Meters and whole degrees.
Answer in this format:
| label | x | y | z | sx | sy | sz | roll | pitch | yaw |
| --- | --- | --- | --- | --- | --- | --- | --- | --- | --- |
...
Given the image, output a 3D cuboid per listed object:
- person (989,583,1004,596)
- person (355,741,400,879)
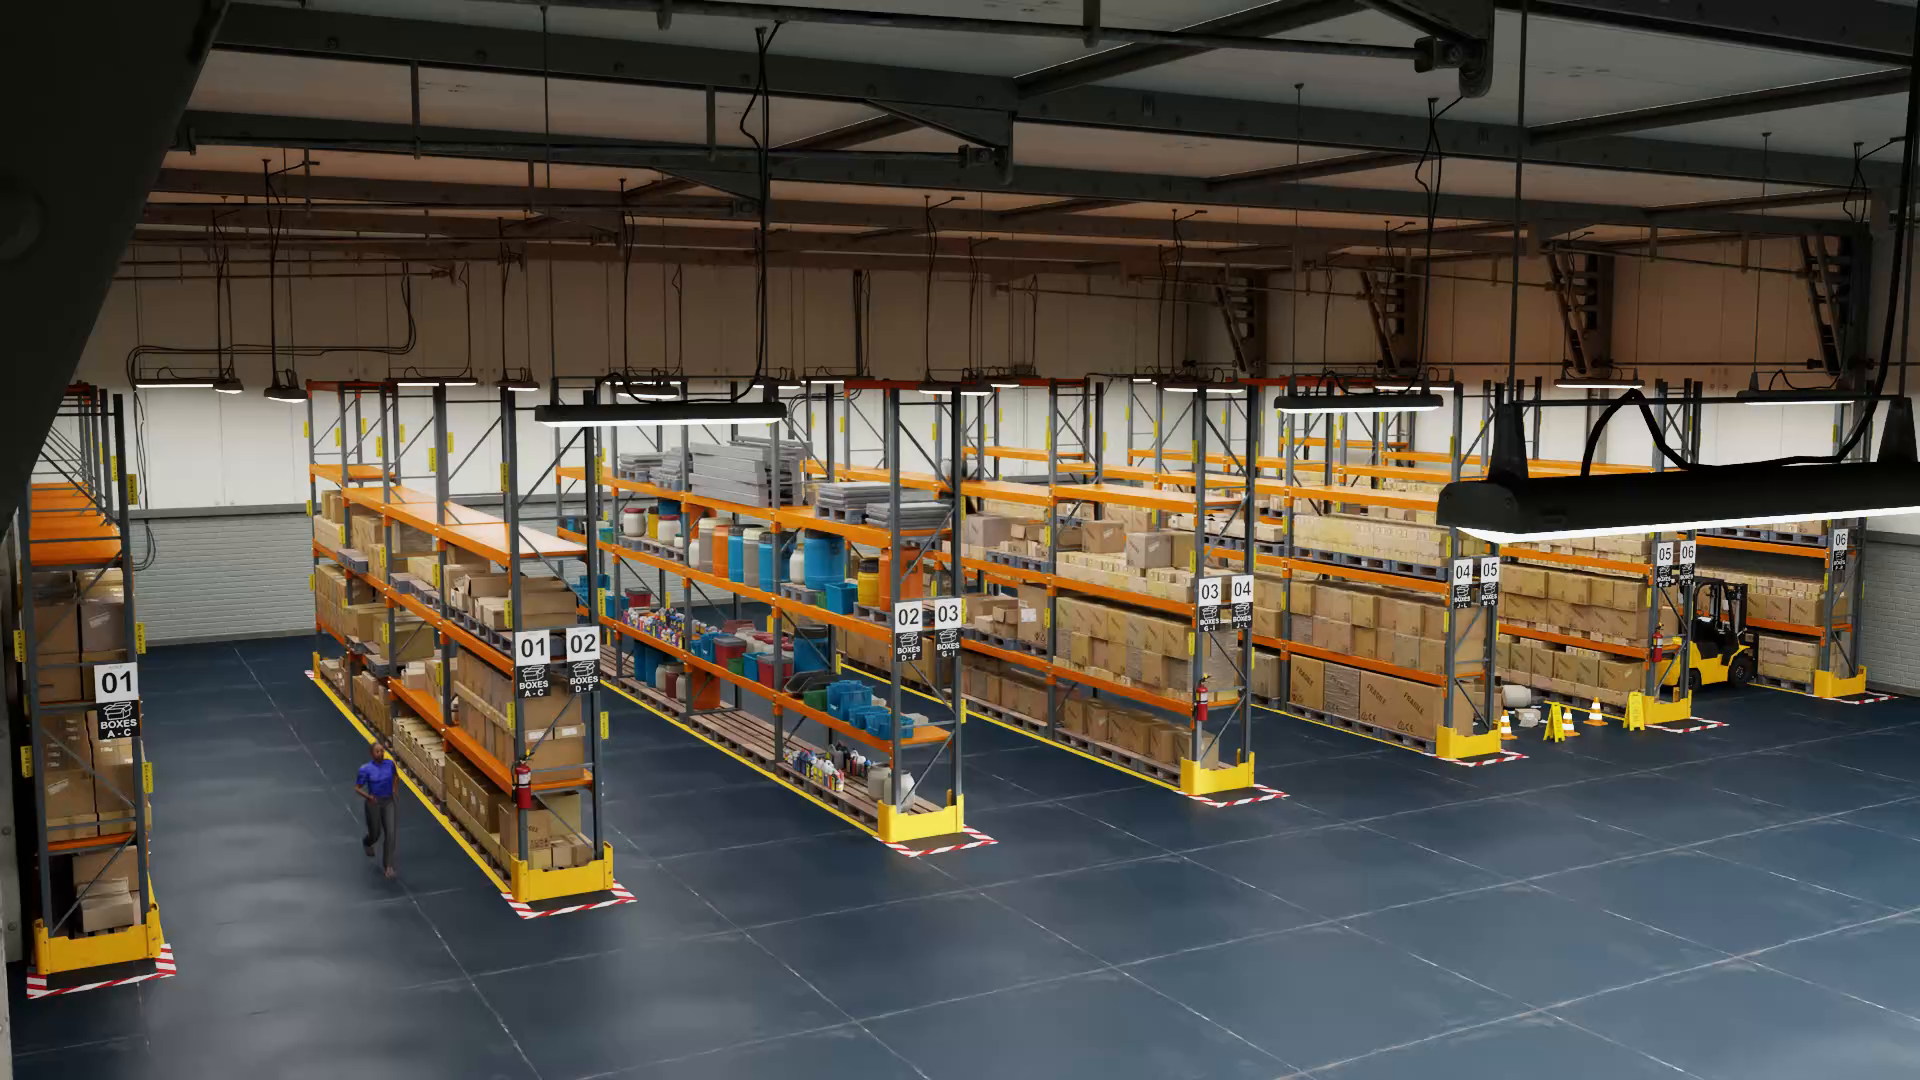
| label | x | y | z | sx | sy | sz | roll | pitch | yaw |
| --- | --- | --- | --- | --- | --- | --- | --- | --- | --- |
| person | 0.906 | 0.965 | 42.321 | 0.733 | 1.752 | 0.668 | 3 | 7 | 26 |
| person | -7.242 | 3.324 | 20.743 | 0.579 | 1.659 | 0.859 | -4 | 7 | -36 |
